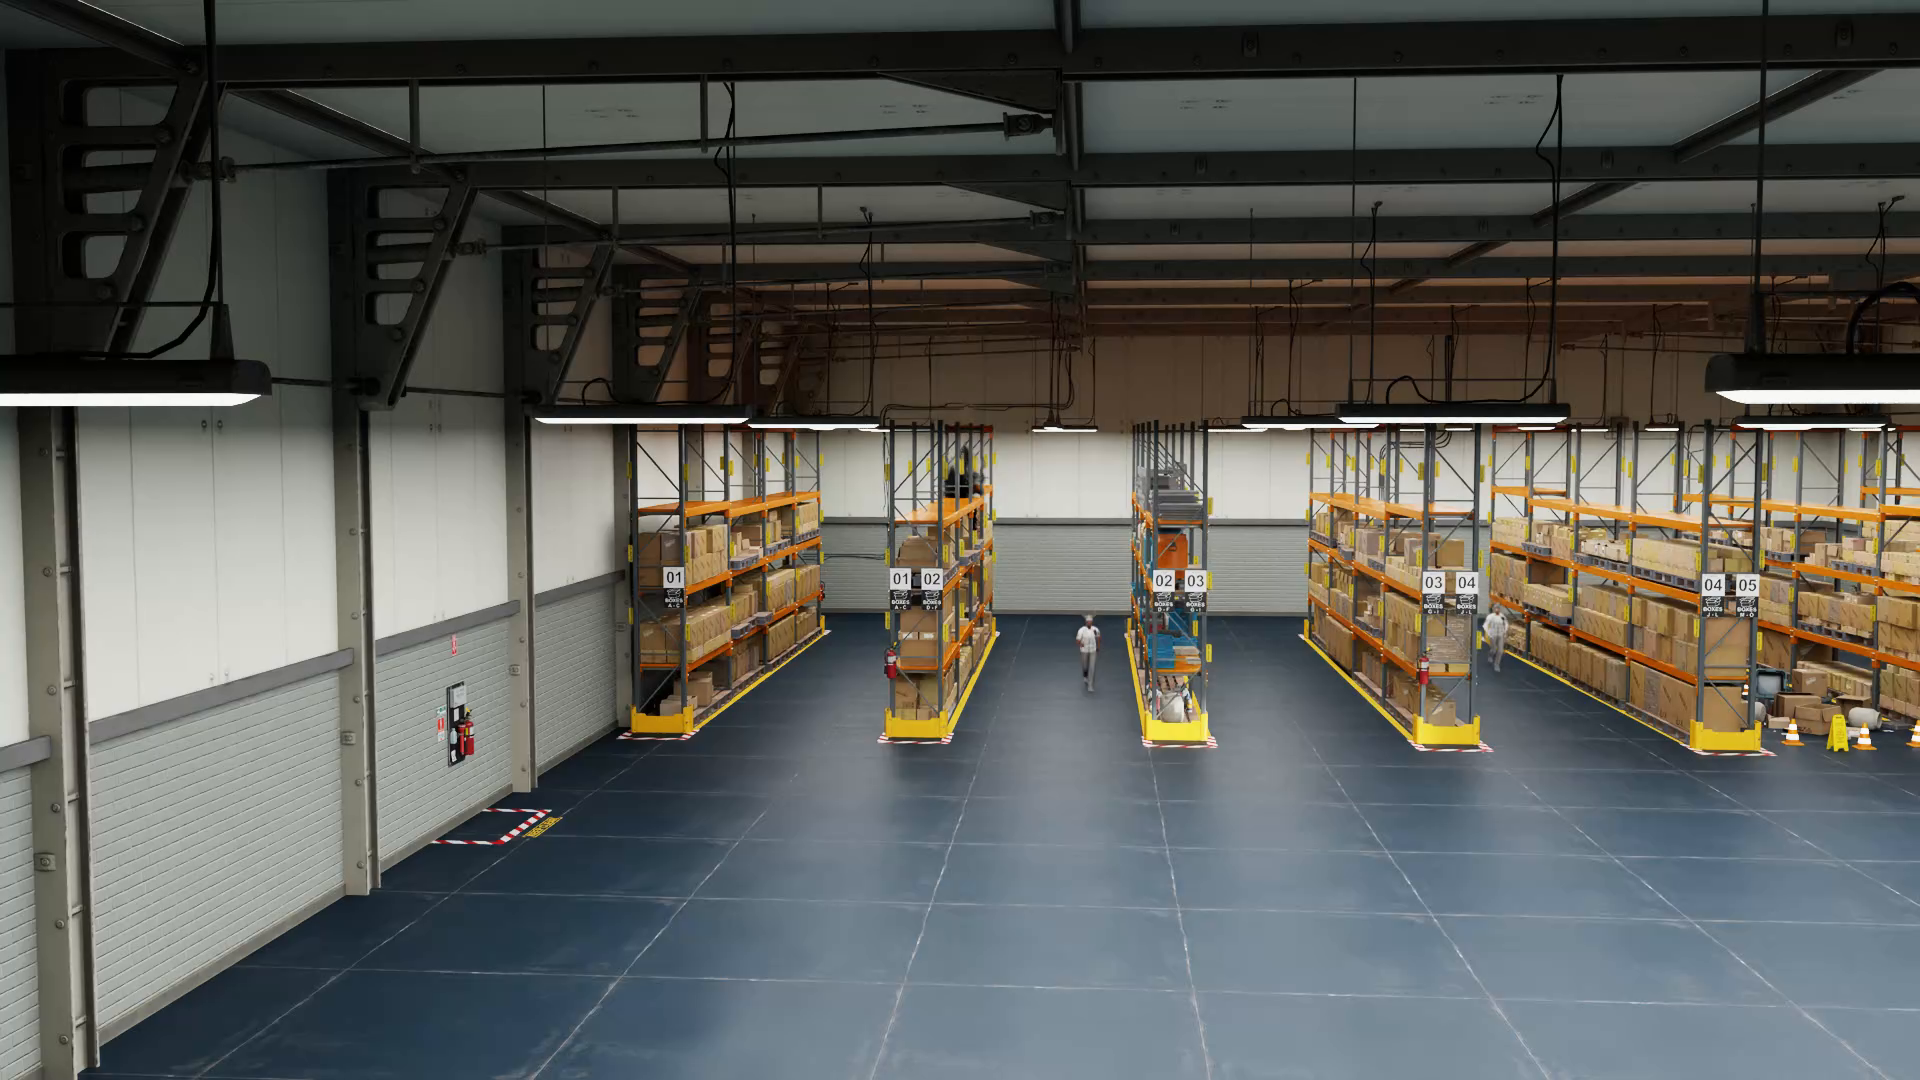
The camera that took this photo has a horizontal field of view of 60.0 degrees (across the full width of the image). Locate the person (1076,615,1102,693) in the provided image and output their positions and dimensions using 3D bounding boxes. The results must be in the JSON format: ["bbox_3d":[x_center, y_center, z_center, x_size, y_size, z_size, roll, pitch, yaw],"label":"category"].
[{"bbox_3d":[2.890,2.519,37.307,0.587,1.697,0.902,0,4,2],"label":"person"}]

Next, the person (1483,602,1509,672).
[{"bbox_3d":[13.073,2.345,40.522,0.617,1.666,0.661,0,4,4],"label":"person"}]

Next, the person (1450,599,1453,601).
[{"bbox_3d":[13.483,1.991,46.540,0.549,1.606,0.647,-3,5,-42],"label":"person"}]
